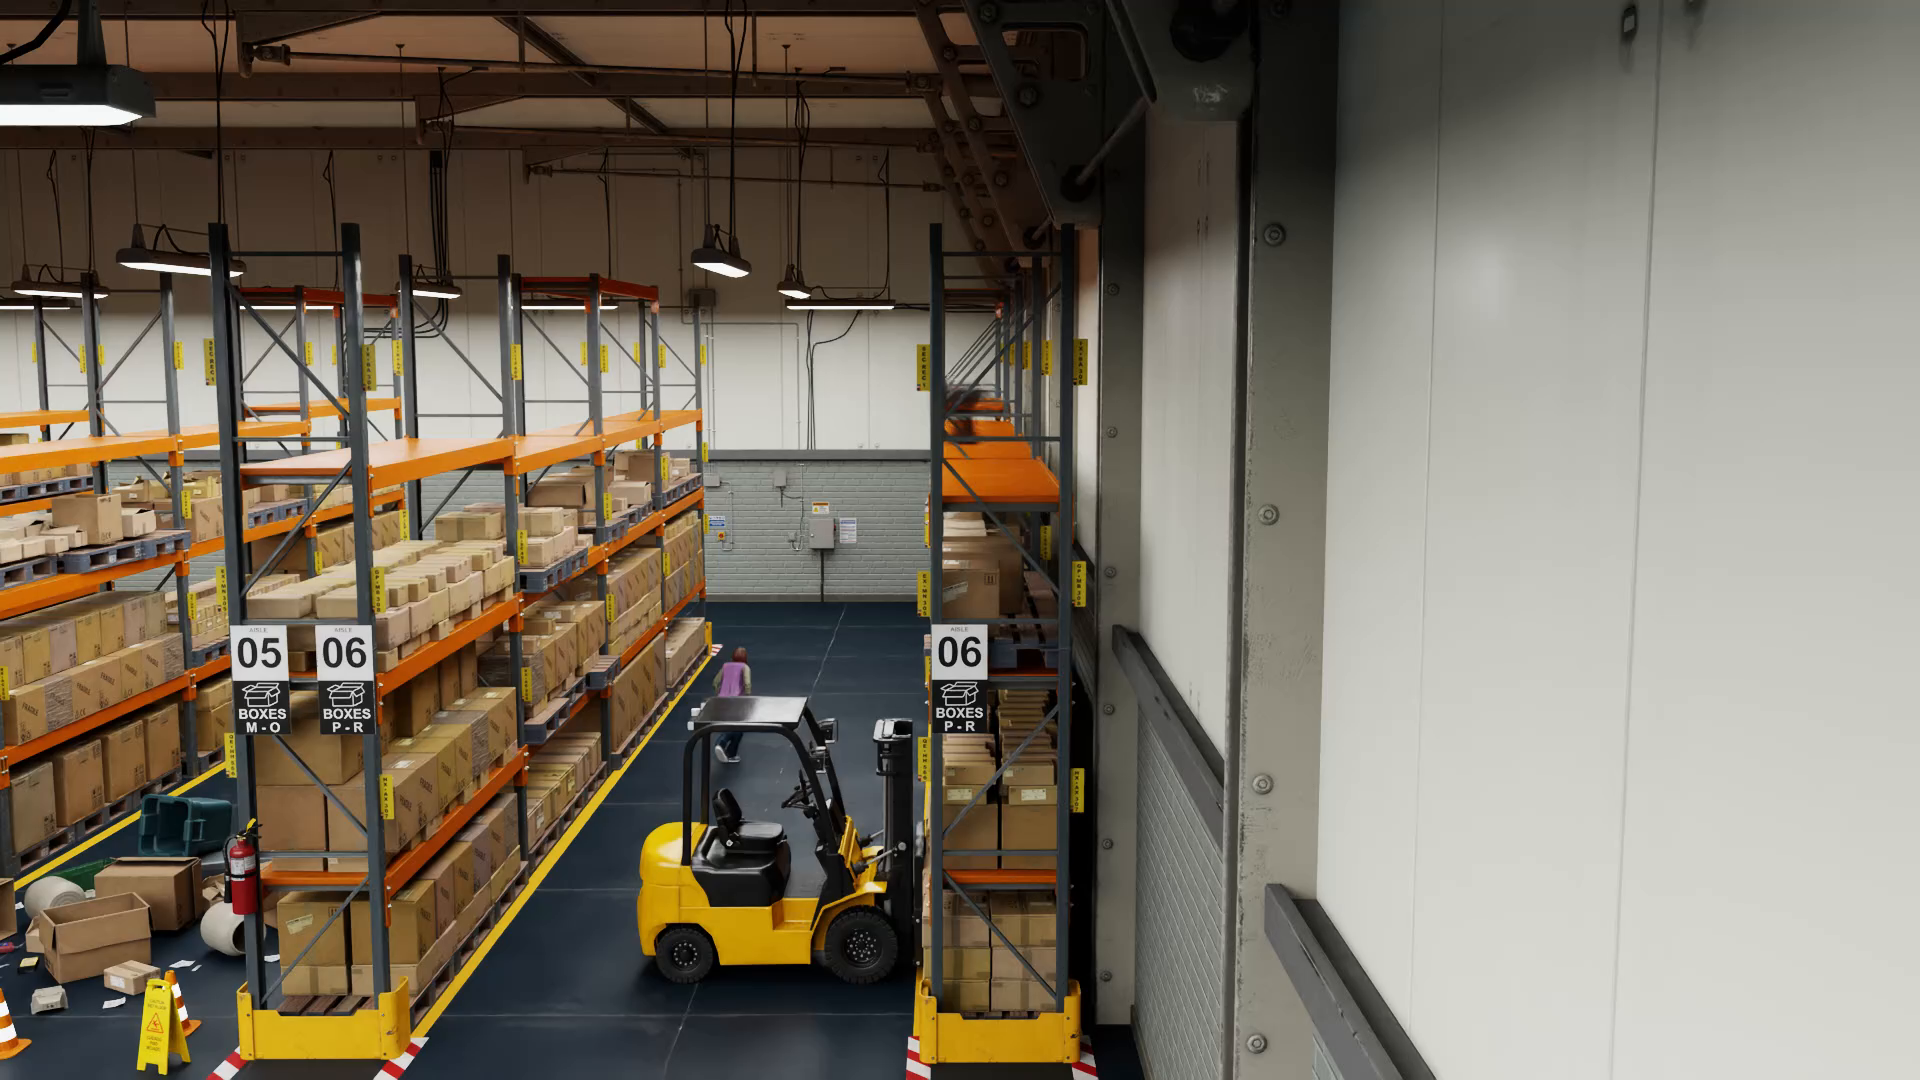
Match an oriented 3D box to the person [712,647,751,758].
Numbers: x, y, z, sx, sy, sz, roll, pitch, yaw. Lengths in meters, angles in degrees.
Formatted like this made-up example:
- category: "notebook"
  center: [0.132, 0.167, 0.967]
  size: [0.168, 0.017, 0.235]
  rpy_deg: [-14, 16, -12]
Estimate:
- category: "person"
  center: [-2.852, 2.042, 20.511]
  size: [0.534, 1.337, 0.919]
  rpy_deg: [2, 7, 16]
